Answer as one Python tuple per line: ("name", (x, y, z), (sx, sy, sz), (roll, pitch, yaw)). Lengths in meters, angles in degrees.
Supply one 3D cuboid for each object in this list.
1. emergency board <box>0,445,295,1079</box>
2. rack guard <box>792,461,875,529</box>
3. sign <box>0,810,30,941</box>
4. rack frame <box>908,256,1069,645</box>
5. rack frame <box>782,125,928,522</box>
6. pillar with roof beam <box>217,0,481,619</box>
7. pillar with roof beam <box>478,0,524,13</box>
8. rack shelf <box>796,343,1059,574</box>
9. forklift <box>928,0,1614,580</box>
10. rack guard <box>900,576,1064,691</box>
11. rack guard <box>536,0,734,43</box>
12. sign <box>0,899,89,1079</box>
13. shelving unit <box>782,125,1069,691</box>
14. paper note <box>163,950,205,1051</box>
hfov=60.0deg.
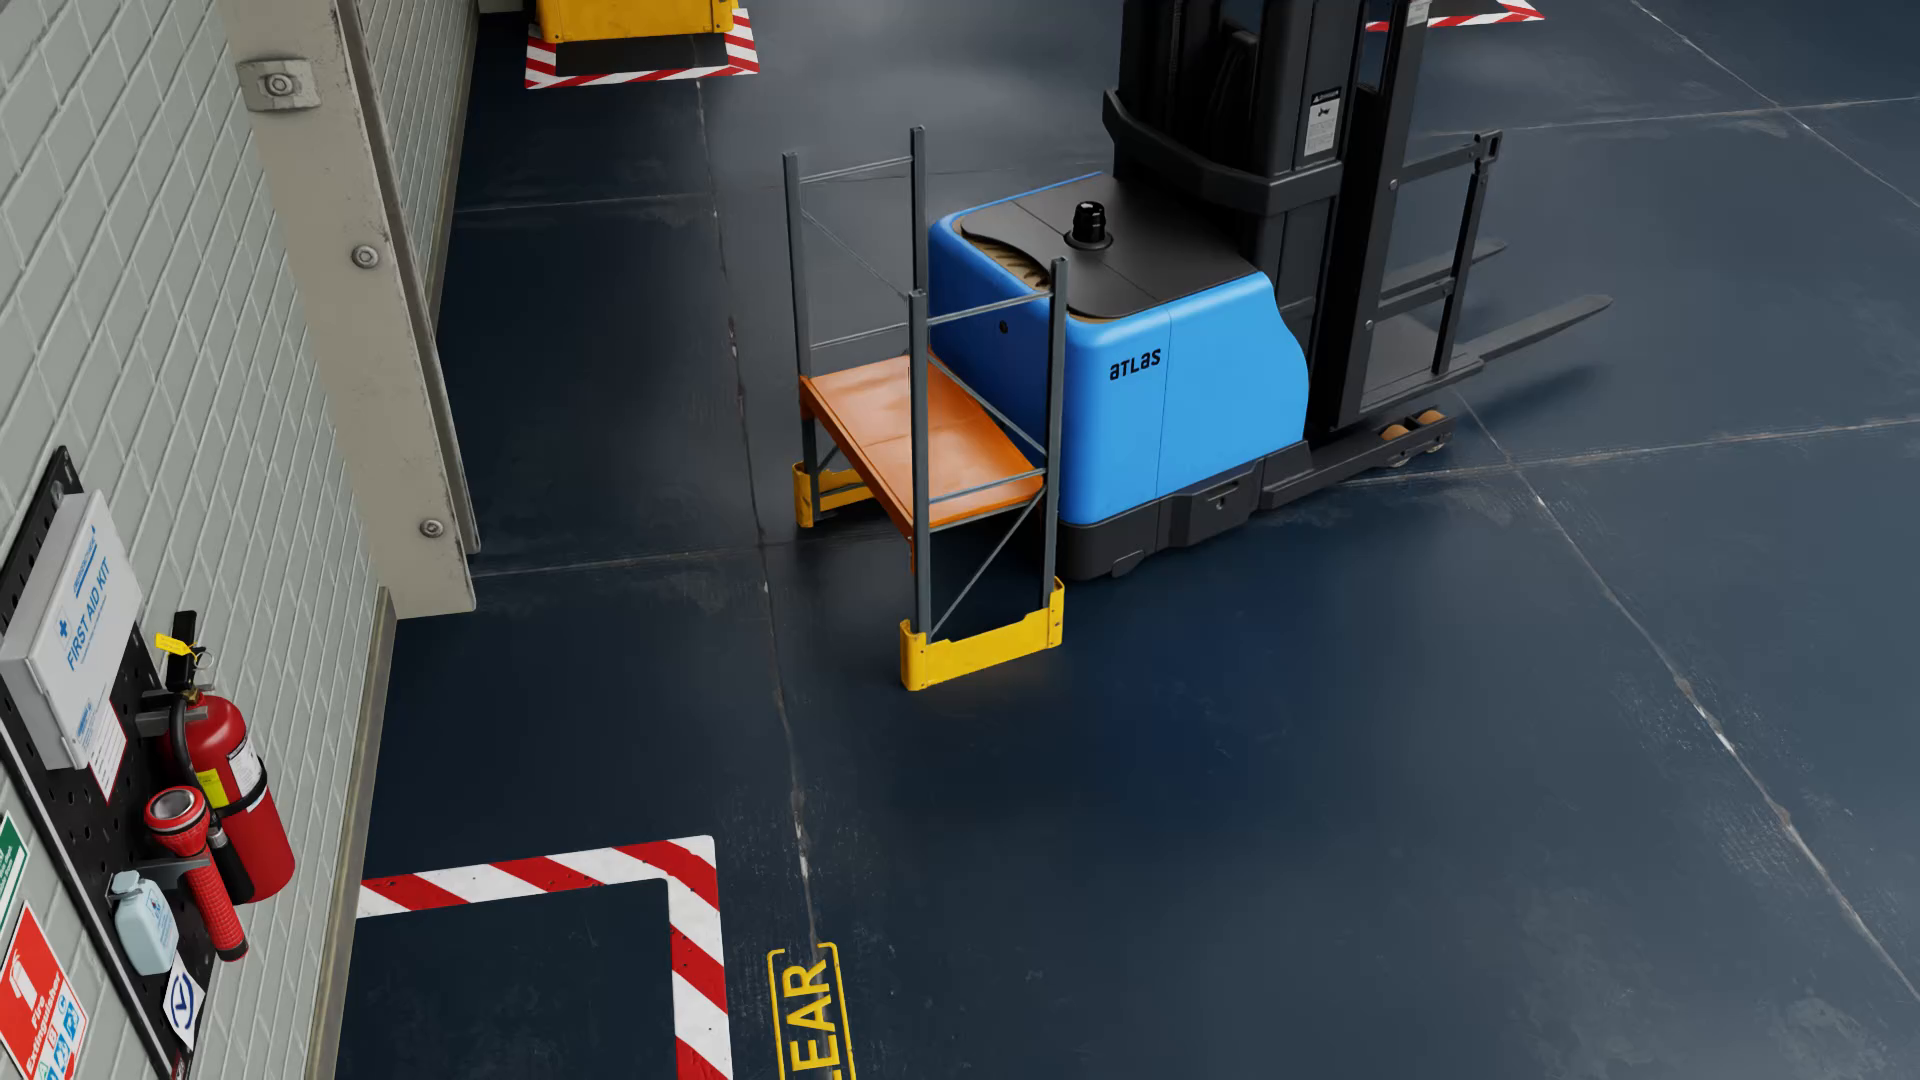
("emergency board", (-1.518, 0.460, 3.212), (0.194, 1.169, 0.643), (-6, 38, -8))
("rack guard", (-0.348, -0.237, 6.351), (0.587, 0.250, 0.087), (-16, 41, -20))
("sign", (-1.515, 0.578, 2.600), (0.001, 0.109, 0.331), (-6, 38, -8))
("rack frame", (0.086, -0.167, 5.243), (0.500, 1.500, 0.032), (-16, 41, -20))
("rack frame", (-0.349, -0.731, 5.969), (0.500, 1.500, 0.032), (-16, 41, -20))
("pillar with roof beam", (2.324, -3.868, 3.895), (9.100, 9.000, 0.400), (-6, 38, -8))
("pillar with roof beam", (1.273, -7.493, 8.559), (9.100, 9.000, 0.400), (-6, 38, -8))
("rack shelf", (-0.132, -0.307, 5.716), (0.538, 0.185, 1.000), (-16, 41, -20))
("forklift", (1.389, -1.700, 6.049), (3.031, 2.935, 1.130), (-21, 43, -25))
("rack guard", (0.077, 0.316, 5.640), (0.587, 0.250, 0.087), (-16, 41, -20))
("rack guard", (-2.005, -3.389, 10.205), (1.175, 0.500, 0.348), (-6, 38, -8))
("sign", (-1.523, 0.791, 2.757), (0.001, 0.329, 0.234), (-6, 38, -8))
("shelving unit", (-0.136, -0.454, 5.612), (0.587, 1.500, 1.083), (-16, 41, -20))
("paper note", (-1.555, 0.923, 3.336), (0.016, 0.148, 0.142), (-6, 38, -8))
